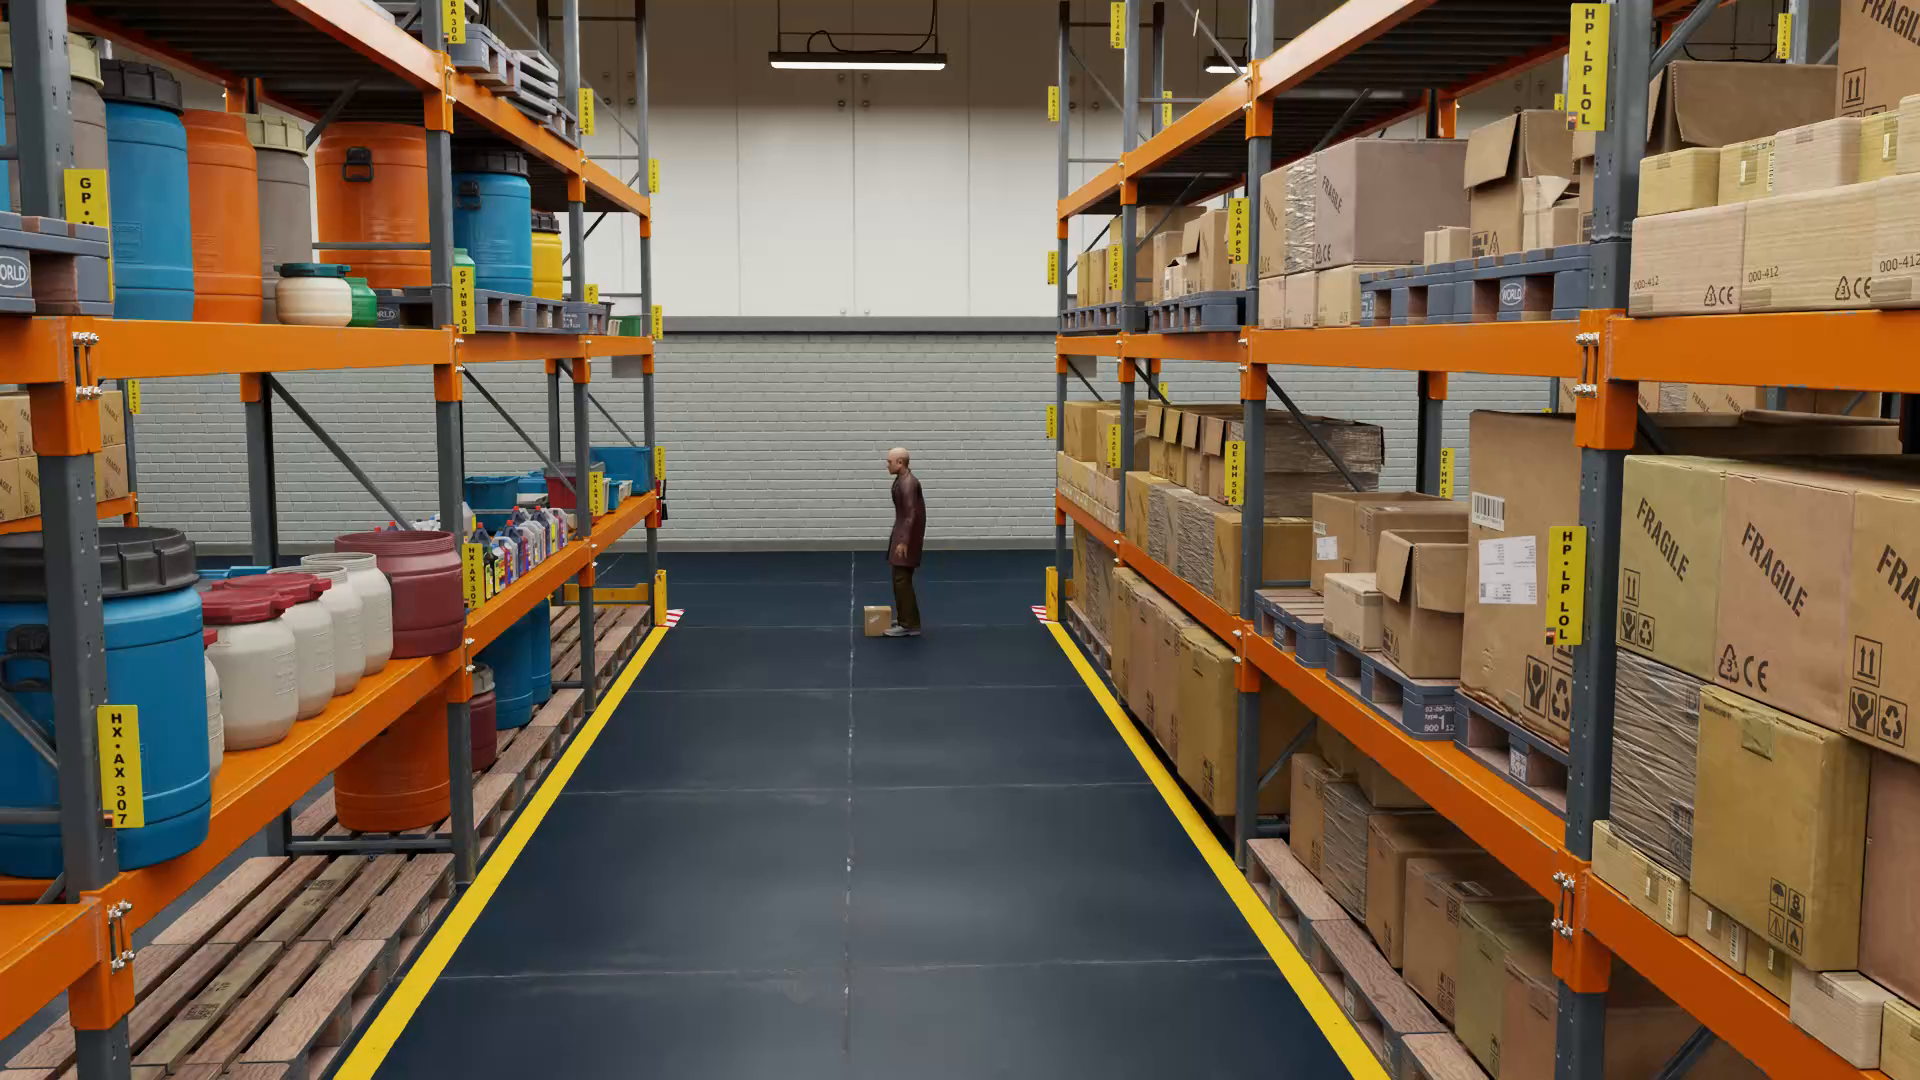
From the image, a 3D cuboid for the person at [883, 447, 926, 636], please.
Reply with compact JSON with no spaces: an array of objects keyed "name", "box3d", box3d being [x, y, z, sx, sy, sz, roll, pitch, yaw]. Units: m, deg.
[{"name":"person","box3d":[-0.534,0.011,15.706,0.420,1.774,0.654,-1,7,-7]}]
